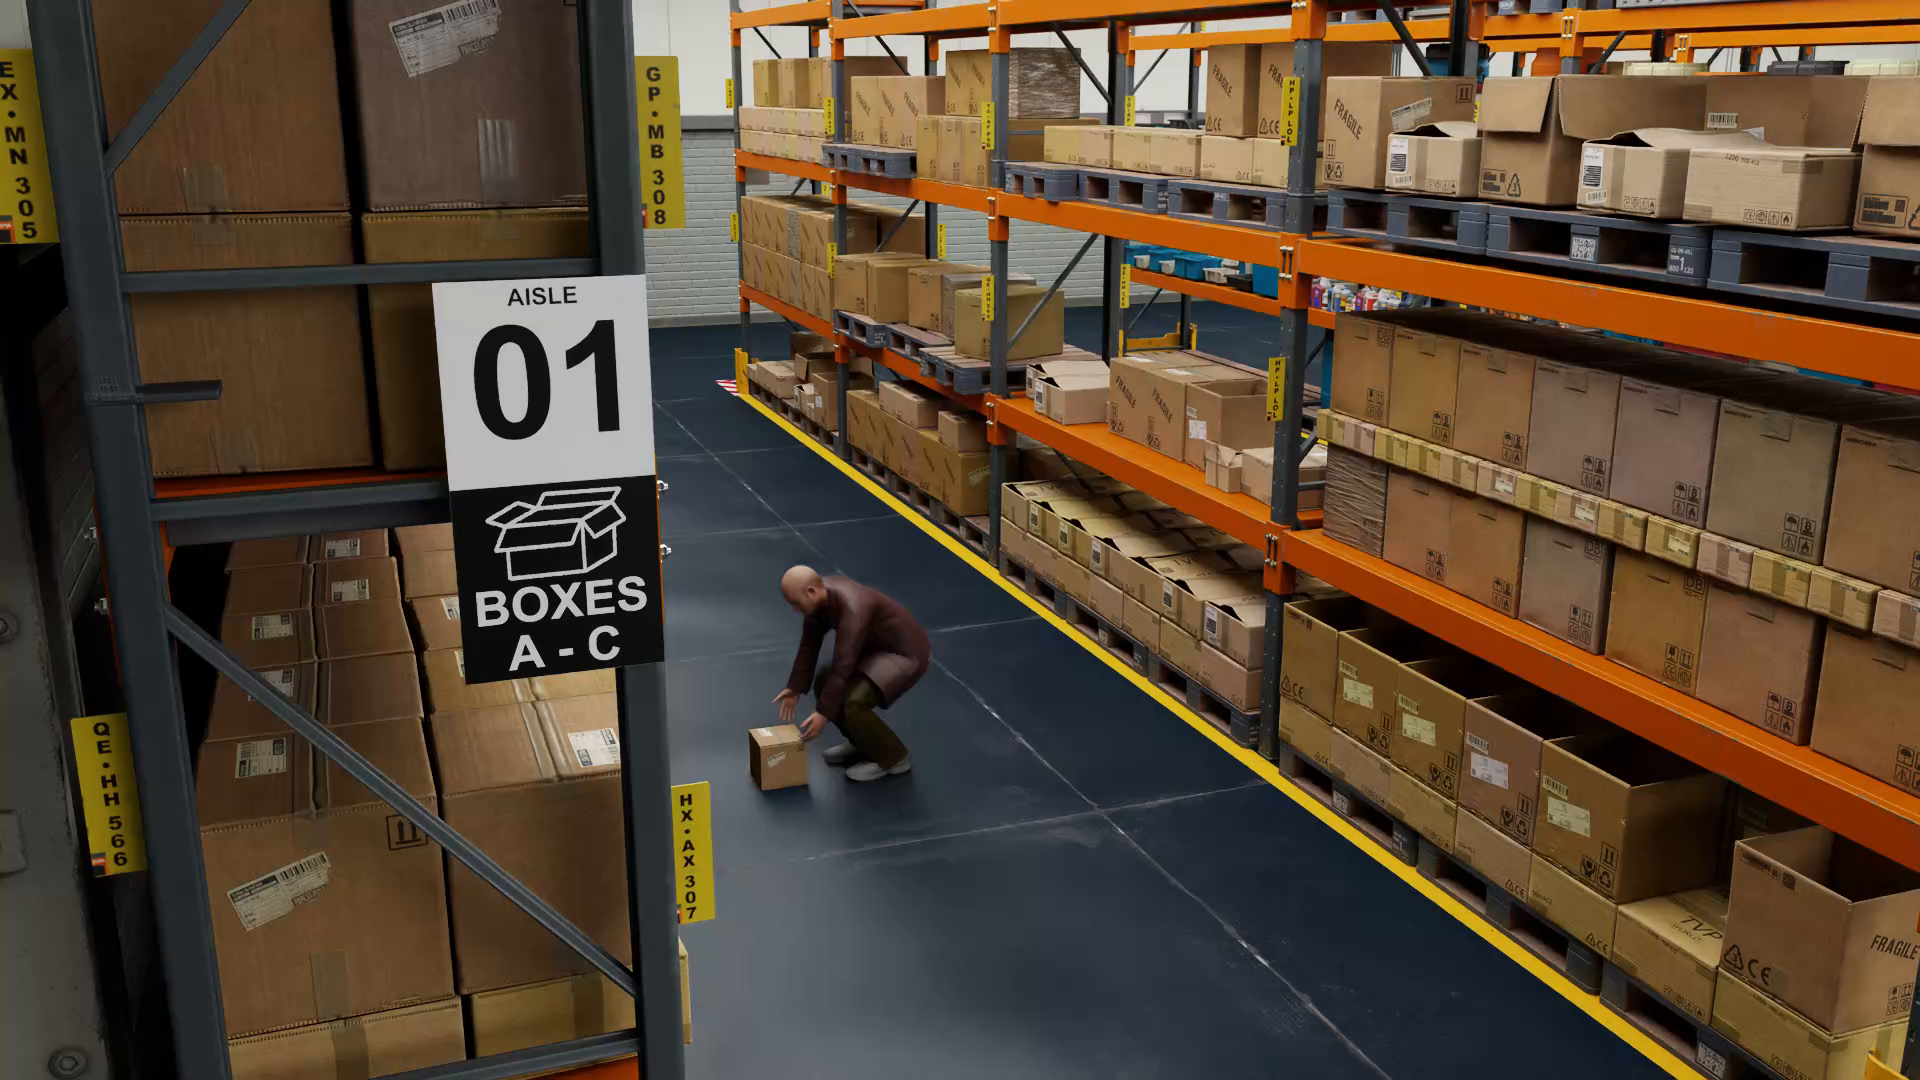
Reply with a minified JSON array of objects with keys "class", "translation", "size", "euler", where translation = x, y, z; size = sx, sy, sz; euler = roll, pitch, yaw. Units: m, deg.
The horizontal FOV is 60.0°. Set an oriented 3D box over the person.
[{"class":"person","translation":[-0.541,0.673,8.761],"size":[0.830,1.165,0.622],"euler":[-6,16,-20]}]
